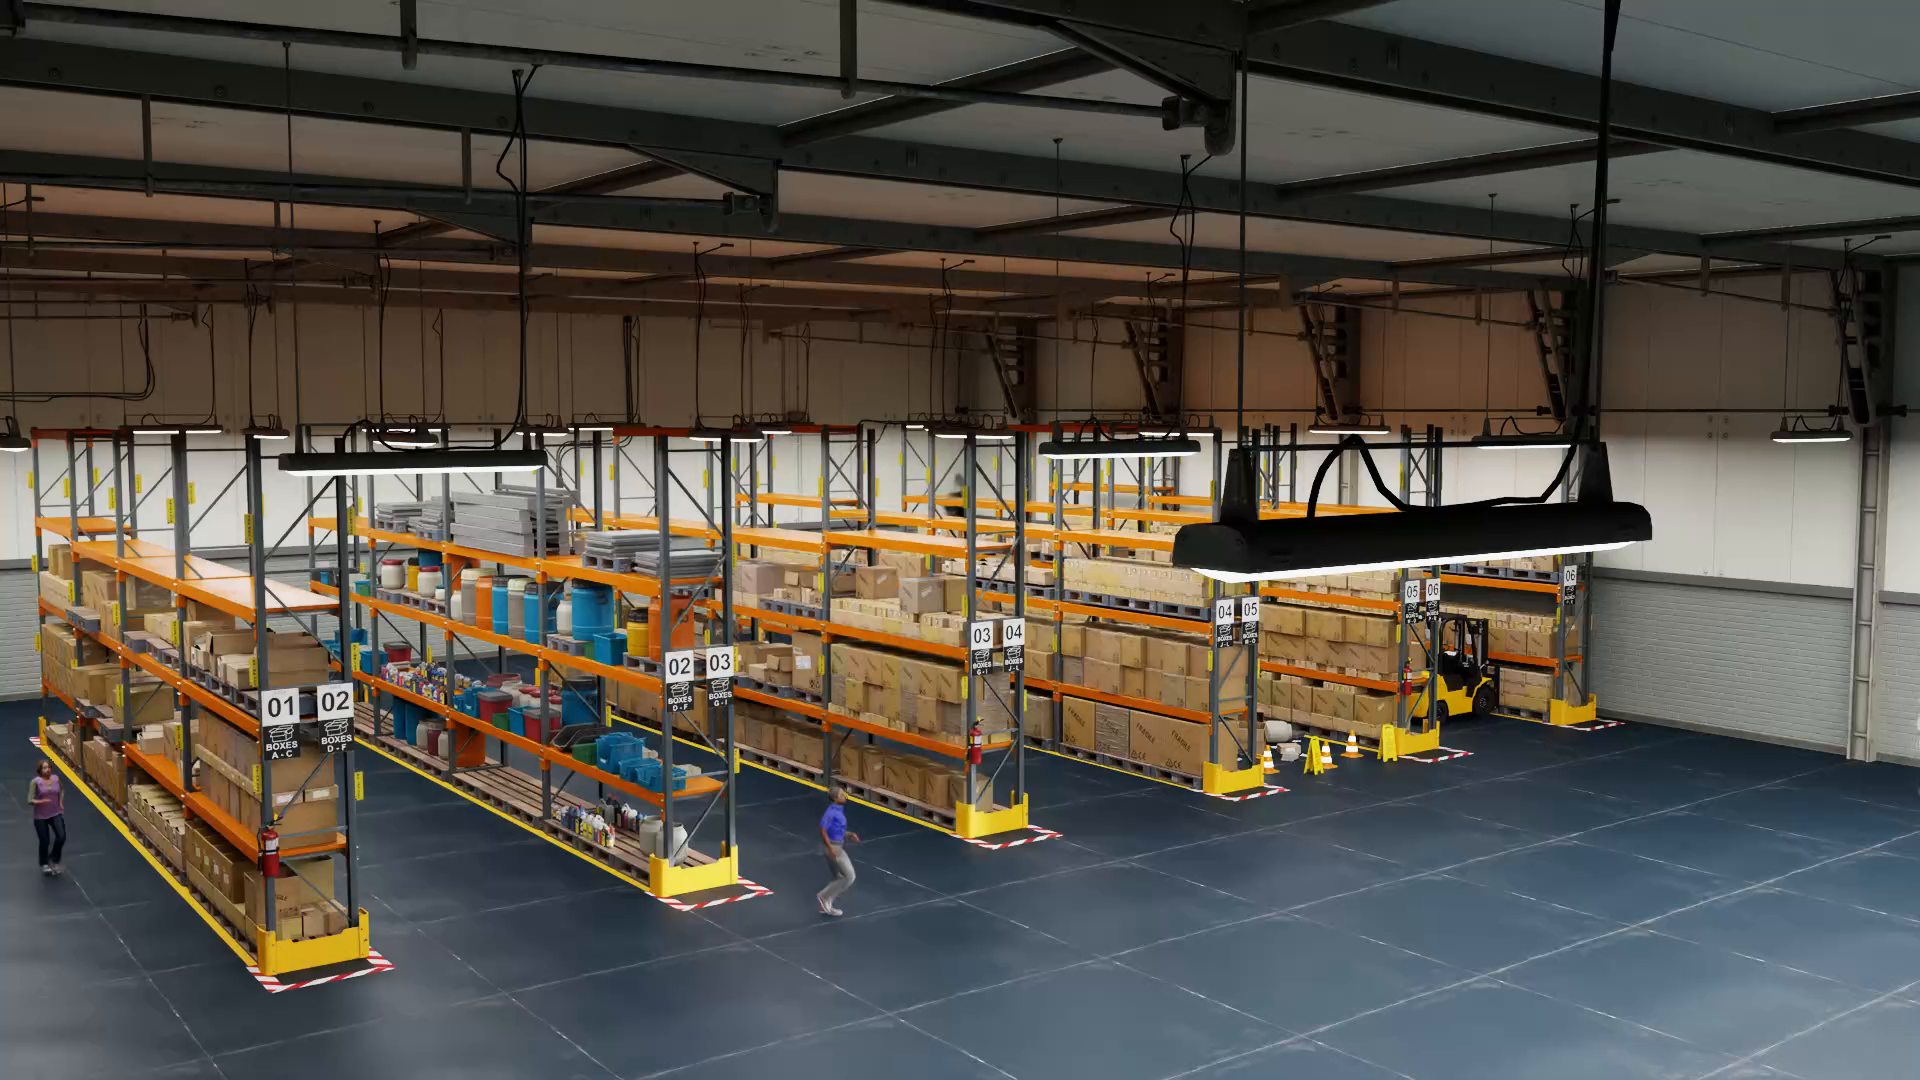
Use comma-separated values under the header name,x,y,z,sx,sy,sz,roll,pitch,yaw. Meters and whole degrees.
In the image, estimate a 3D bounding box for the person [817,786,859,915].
name,x,y,z,sx,sy,sz,roll,pitch,yaw
person,-1.528,3.934,20.833,0.544,1.530,0.588,0,4,-5

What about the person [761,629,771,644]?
name,x,y,z,sx,sy,sz,roll,pitch,yaw
person,-4.120,2.749,34.332,0.855,1.848,0.672,4,6,43

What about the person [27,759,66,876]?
name,x,y,z,sx,sy,sz,roll,pitch,yaw
person,-12.330,3.779,22.520,0.625,1.582,0.515,4,6,45

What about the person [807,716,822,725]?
name,x,y,z,sx,sy,sz,roll,pitch,yaw
person,-2.664,2.948,32.103,0.714,1.732,0.624,-4,6,-40
